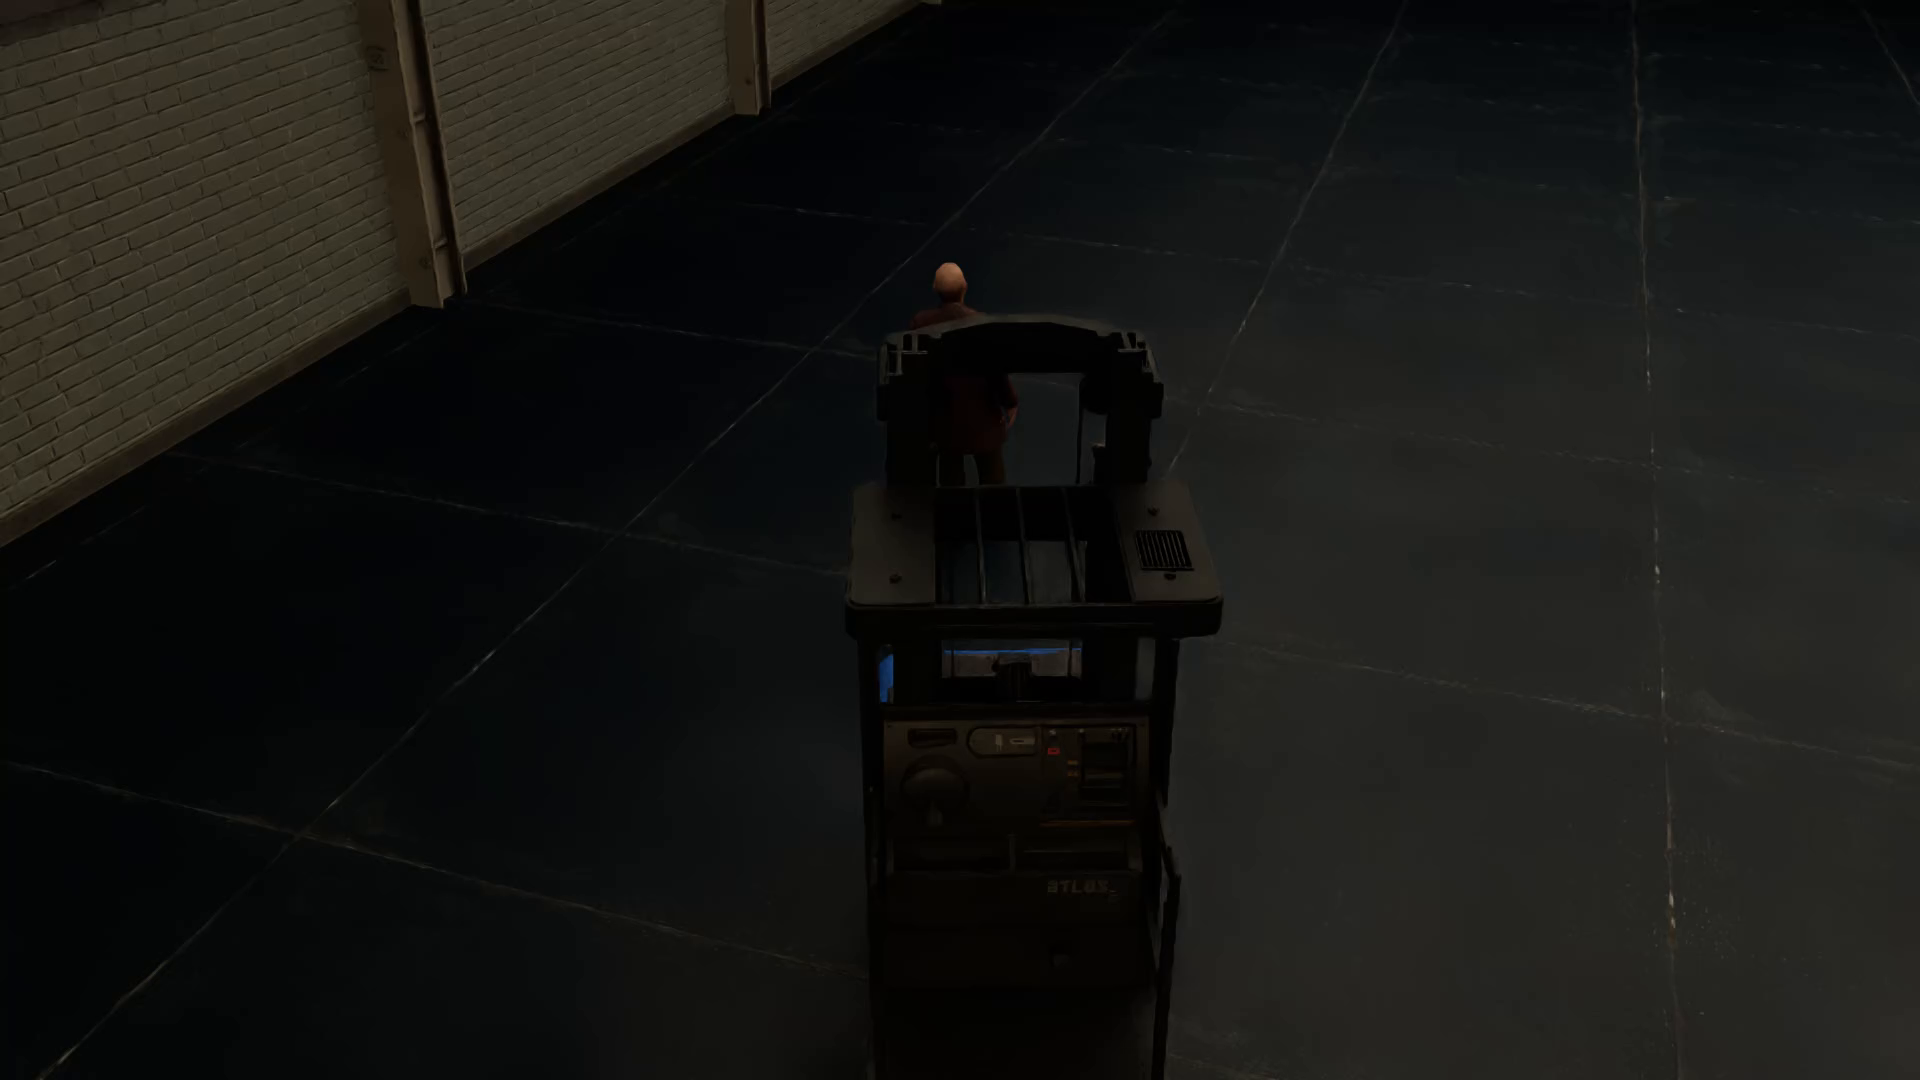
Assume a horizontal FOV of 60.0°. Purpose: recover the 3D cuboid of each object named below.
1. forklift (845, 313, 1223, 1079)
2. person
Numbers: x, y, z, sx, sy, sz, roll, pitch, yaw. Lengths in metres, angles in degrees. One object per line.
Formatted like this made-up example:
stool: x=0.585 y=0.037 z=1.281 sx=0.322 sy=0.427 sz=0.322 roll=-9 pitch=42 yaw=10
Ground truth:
forklift: x=0.204 y=0.852 z=5.642 sx=1.130 sy=2.935 sz=3.031 roll=-1 pitch=30 yaw=-1
person: x=0.034 y=-0.821 z=9.726 sx=0.694 sy=1.776 sz=0.580 roll=10 pitch=31 yaw=16
